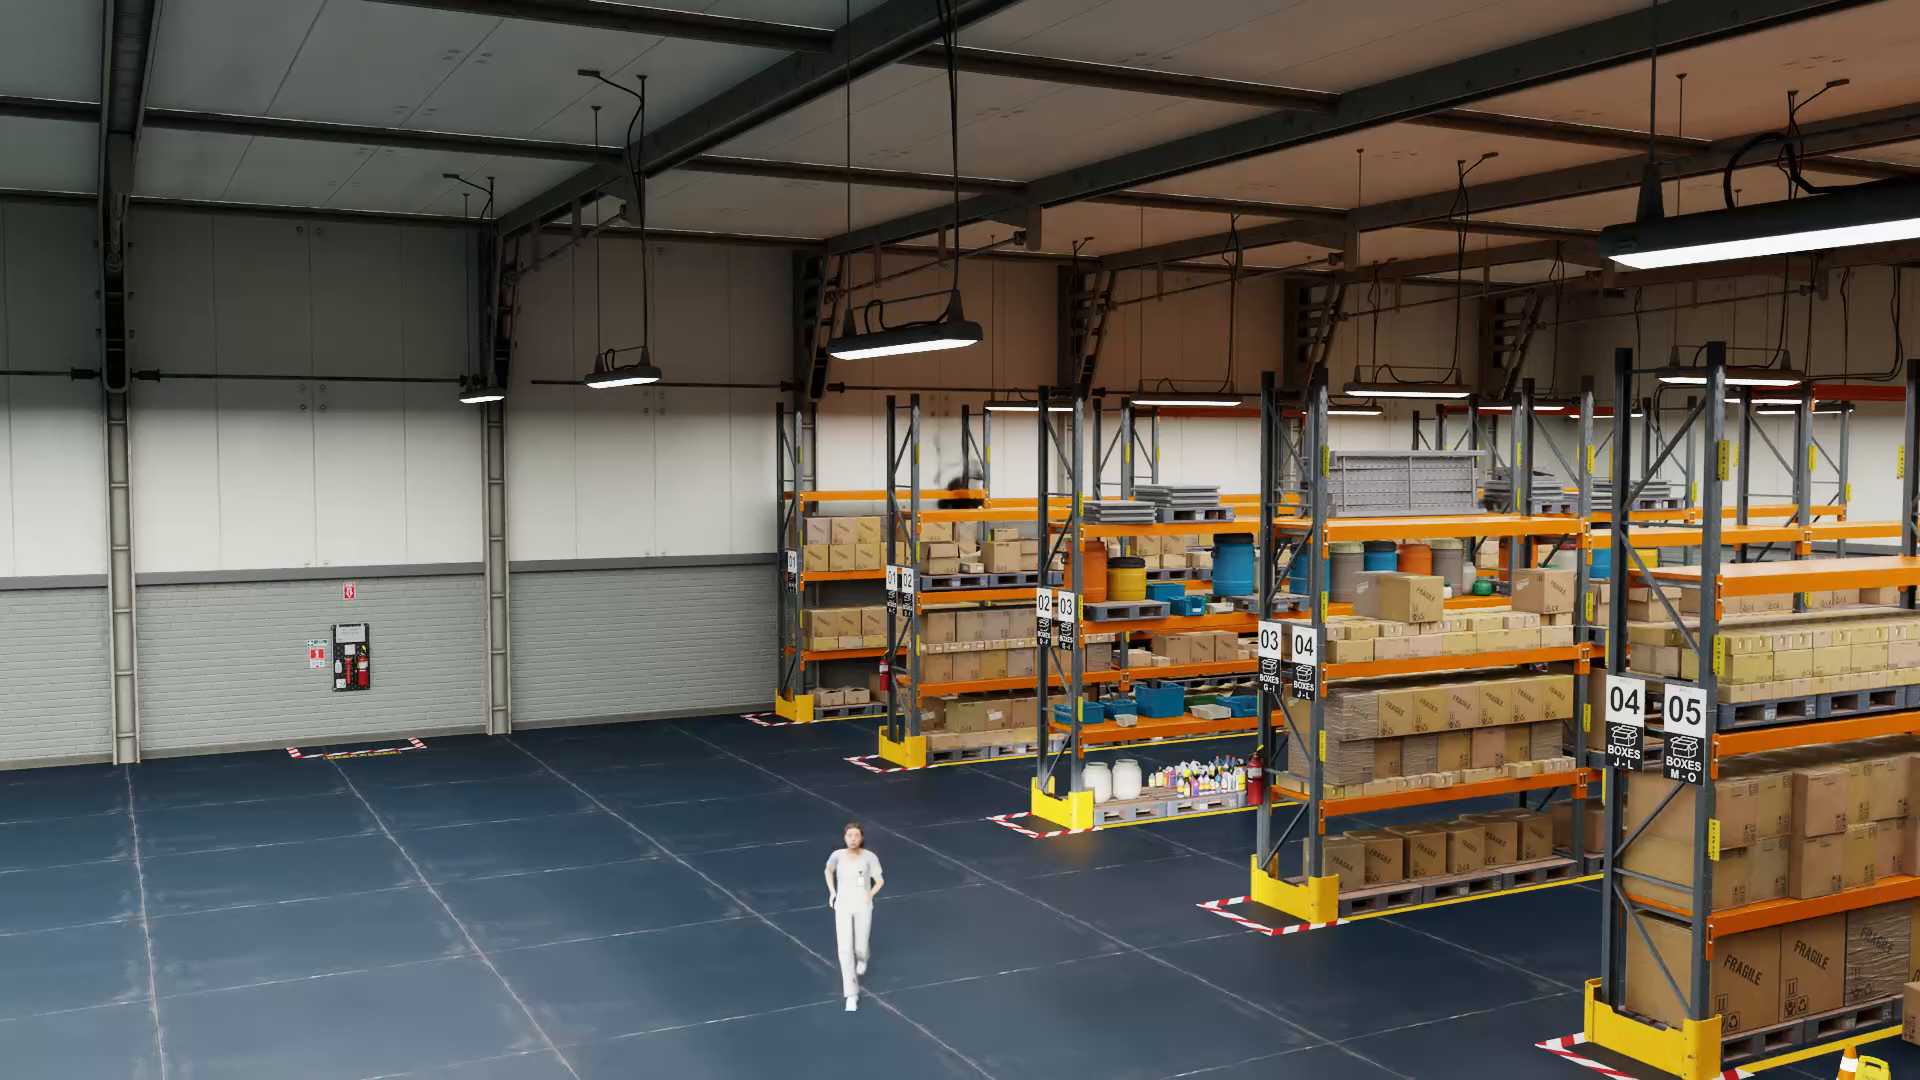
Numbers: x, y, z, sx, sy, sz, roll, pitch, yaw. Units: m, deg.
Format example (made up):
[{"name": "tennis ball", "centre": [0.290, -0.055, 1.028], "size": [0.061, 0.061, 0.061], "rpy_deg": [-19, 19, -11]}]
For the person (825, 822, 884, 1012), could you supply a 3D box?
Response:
[{"name": "person", "centre": [-0.993, 3.463, 15.562], "size": [0.567, 1.667, 0.879], "rpy_deg": [0, 3, 1]}]

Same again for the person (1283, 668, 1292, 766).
[{"name": "person", "centre": [5.368, 2.836, 26.647], "size": [0.561, 1.625, 0.605], "rpy_deg": [-2, 4, -26]}]
